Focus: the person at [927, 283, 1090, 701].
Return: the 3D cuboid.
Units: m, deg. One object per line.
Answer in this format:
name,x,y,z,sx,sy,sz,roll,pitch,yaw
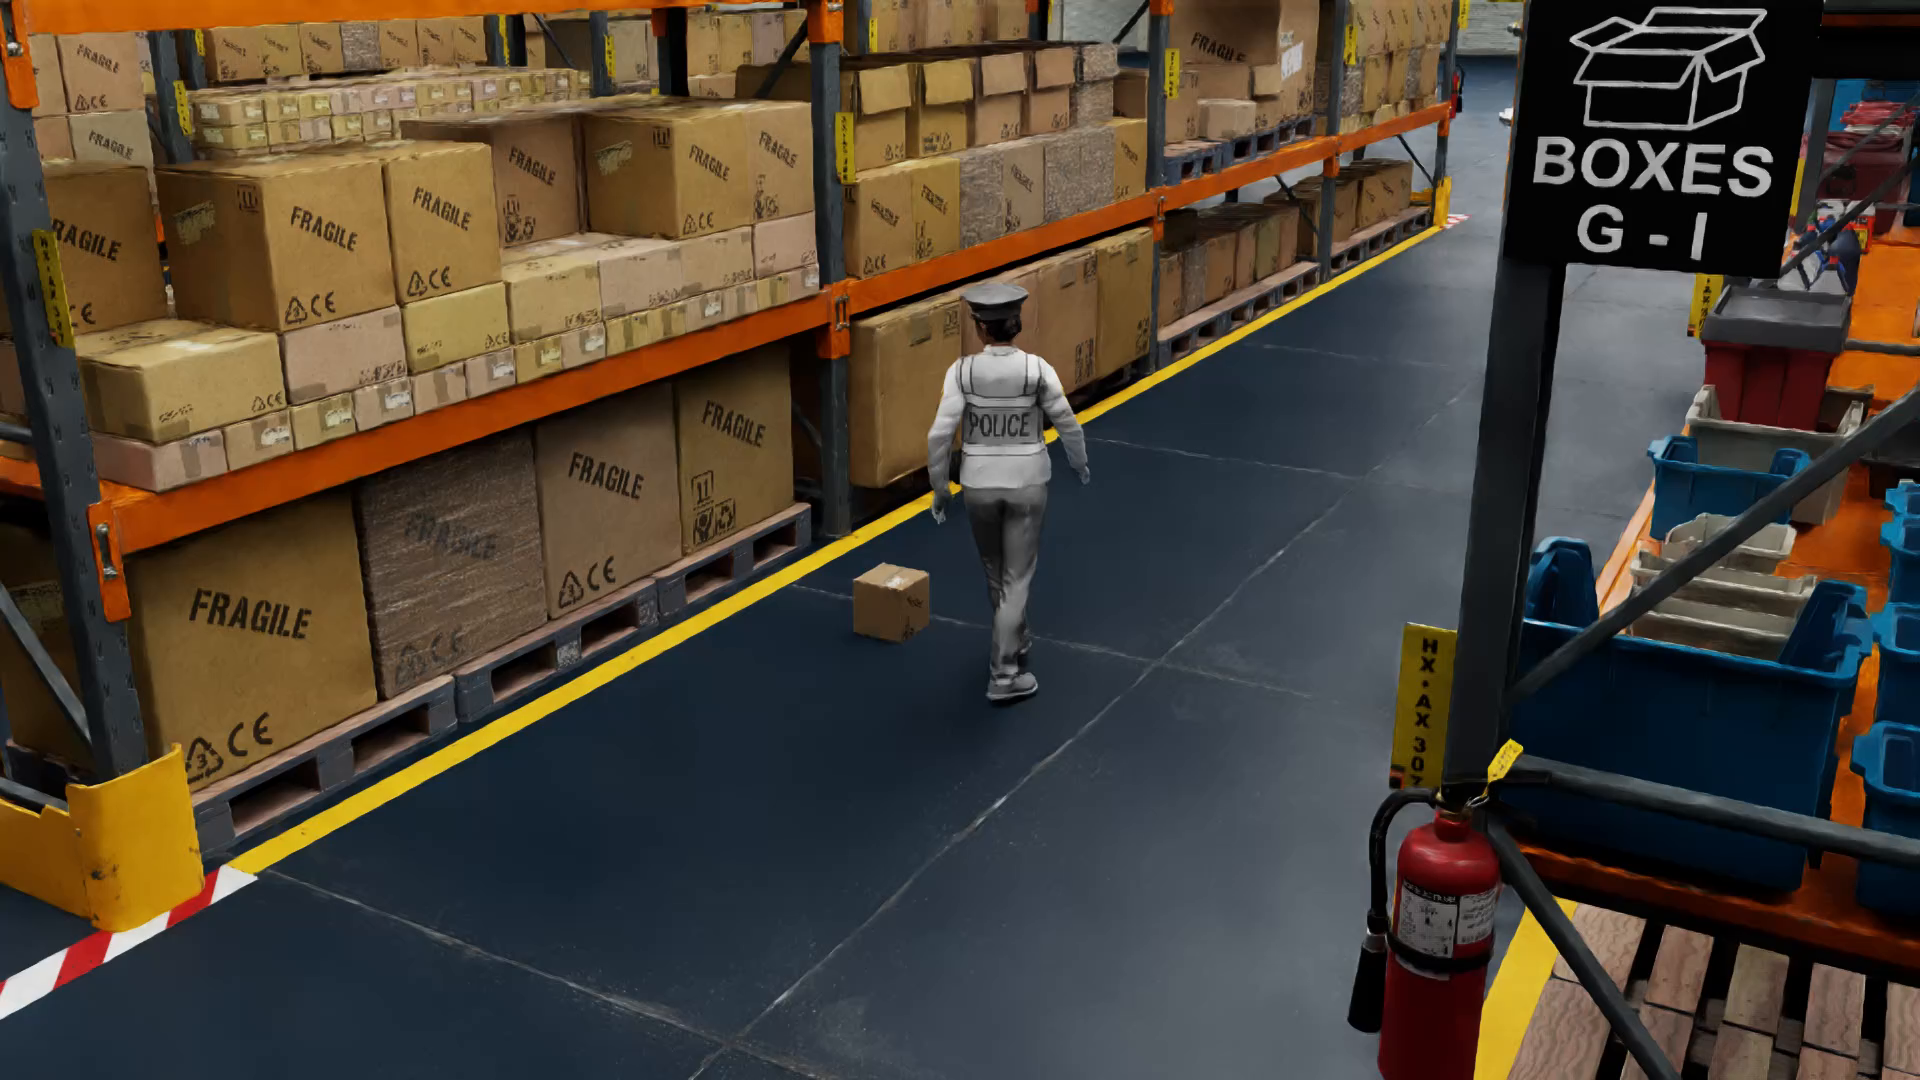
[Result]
person,0.205,-0.215,6.718,0.604,1.664,0.748,4,20,11
